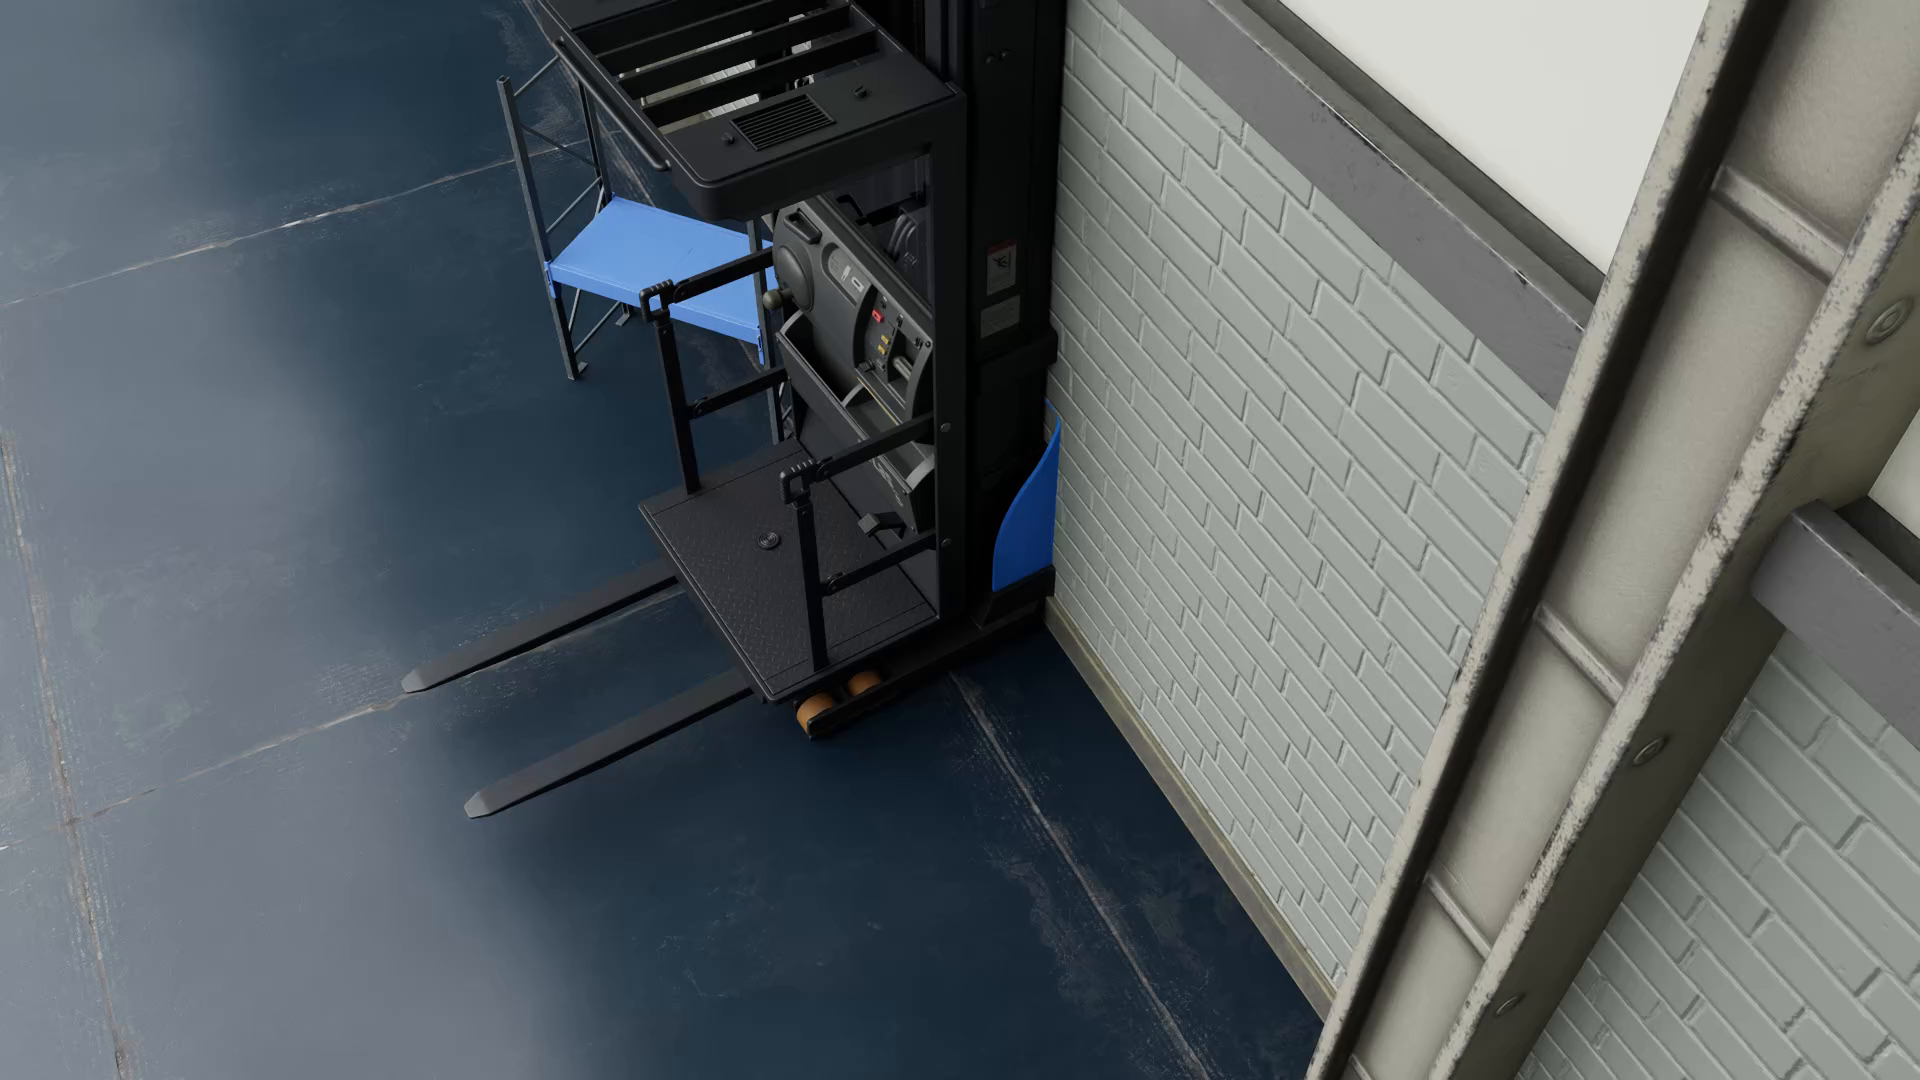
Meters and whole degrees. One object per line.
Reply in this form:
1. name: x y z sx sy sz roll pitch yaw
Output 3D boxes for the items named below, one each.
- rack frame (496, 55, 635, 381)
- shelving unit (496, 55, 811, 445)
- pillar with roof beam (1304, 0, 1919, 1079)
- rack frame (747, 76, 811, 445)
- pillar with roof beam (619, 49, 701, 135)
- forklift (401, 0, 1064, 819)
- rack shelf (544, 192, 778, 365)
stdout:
1. rack frame: -1.593 -1.364 6.839 0.032 1.500 0.500 19 51 16
2. shelving unit: -1.130 -1.207 6.702 1.048 1.500 0.538 19 51 16
3. pillar with roof beam: -2.591 0.364 0.346 9.100 9.000 0.400 -21 52 -18
4. rack frame: -0.666 -1.050 6.564 0.032 1.500 0.500 19 51 16
5. pillar with roof beam: -5.337 -3.652 3.858 9.100 9.000 0.400 -21 52 -18
6. forklift: -0.531 -0.712 5.318 3.031 2.935 1.130 -25 54 -21
7. rack shelf: -1.130 -1.088 6.837 1.000 0.185 0.538 19 51 16
